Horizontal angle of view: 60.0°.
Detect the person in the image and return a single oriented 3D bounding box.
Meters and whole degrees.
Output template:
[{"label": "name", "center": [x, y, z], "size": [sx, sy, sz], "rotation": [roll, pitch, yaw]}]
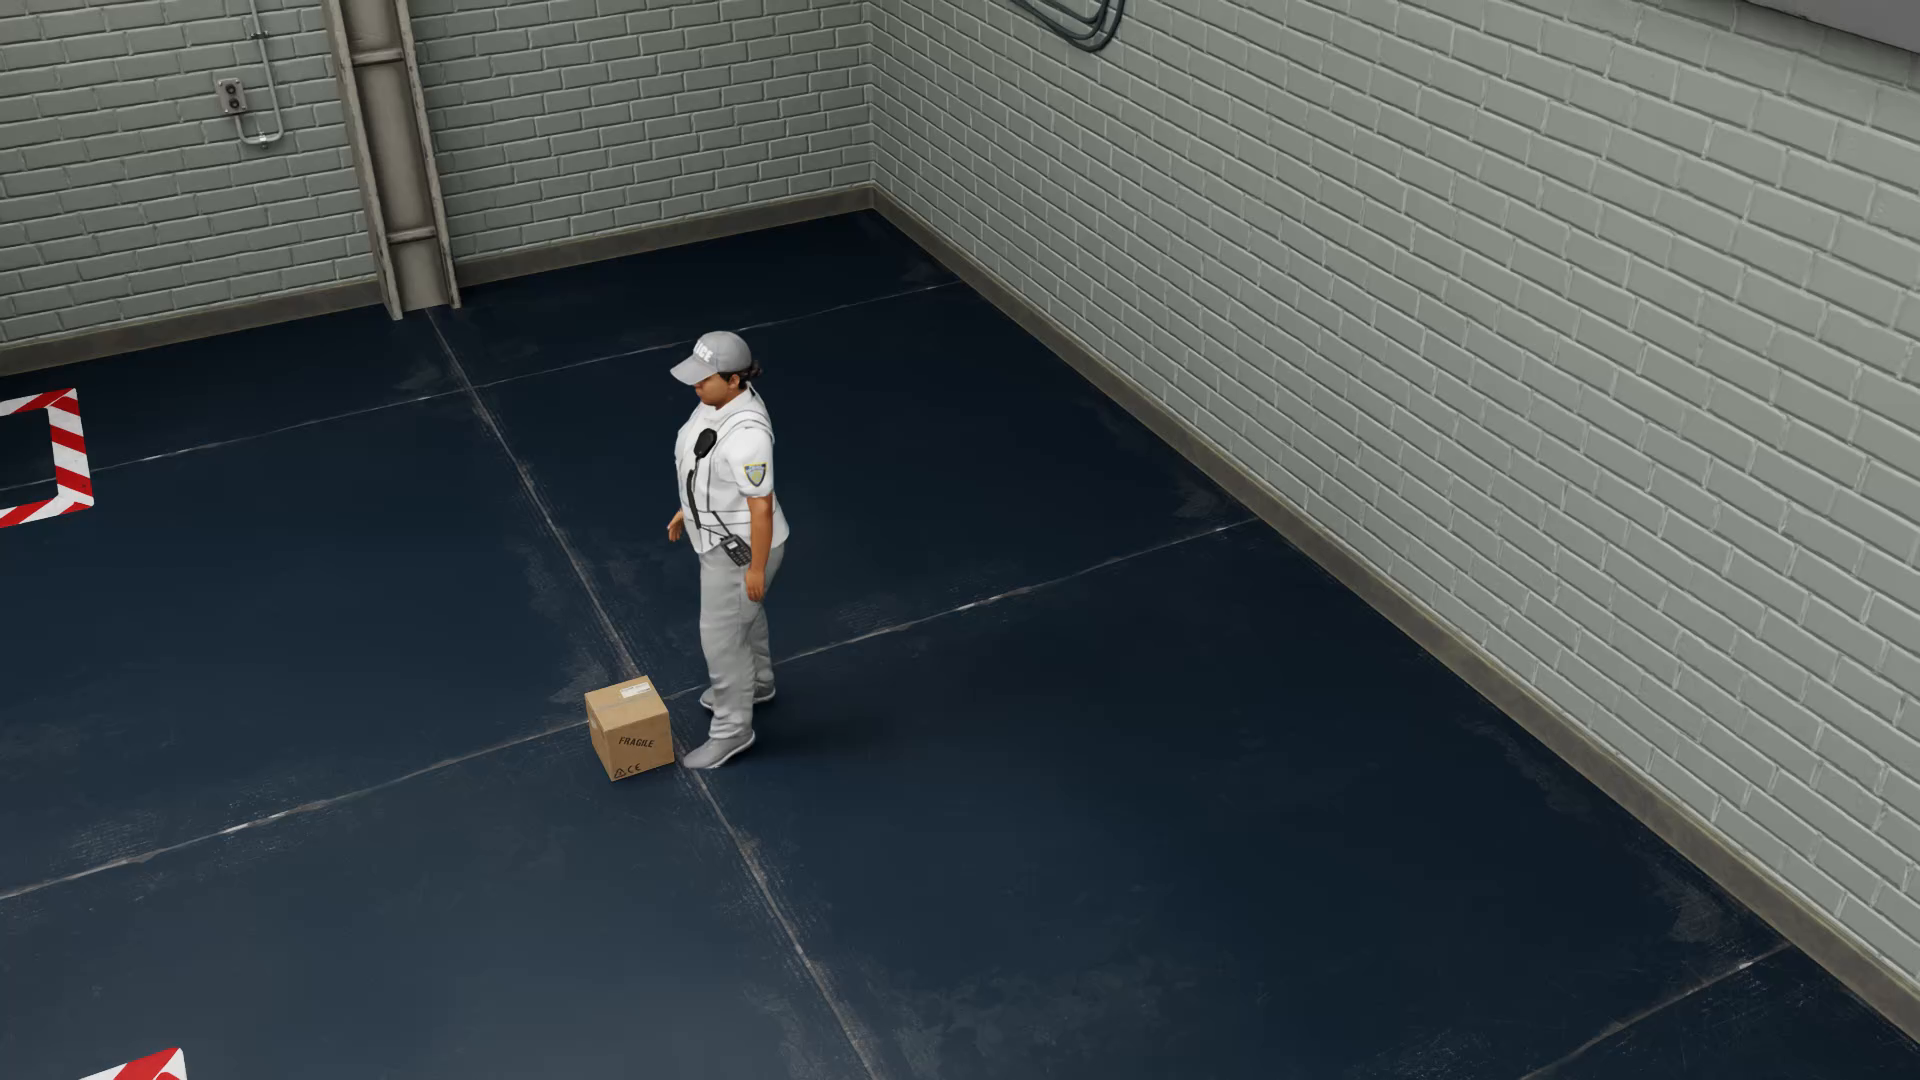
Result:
[{"label": "person", "center": [-0.884, 0.019, 6.114], "size": [0.497, 1.705, 0.521], "rotation": [-10, 35, -15]}]
